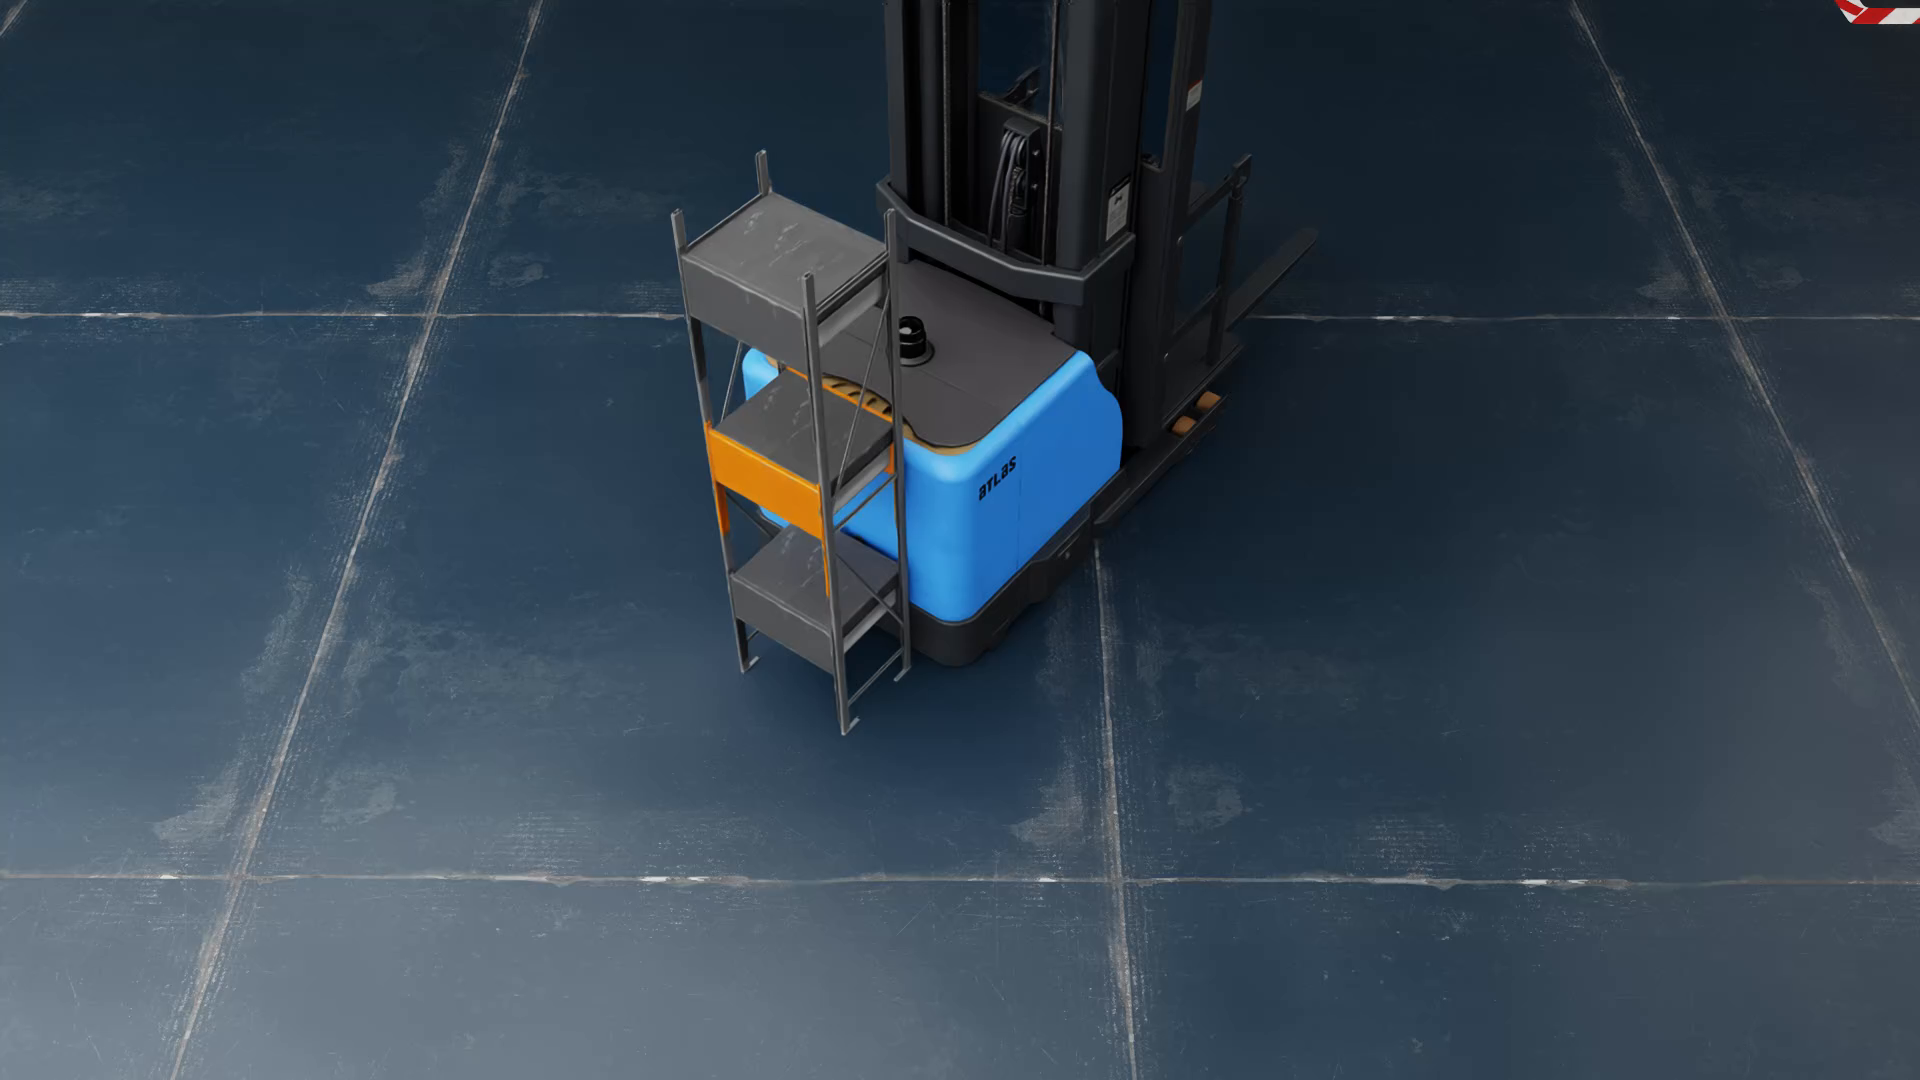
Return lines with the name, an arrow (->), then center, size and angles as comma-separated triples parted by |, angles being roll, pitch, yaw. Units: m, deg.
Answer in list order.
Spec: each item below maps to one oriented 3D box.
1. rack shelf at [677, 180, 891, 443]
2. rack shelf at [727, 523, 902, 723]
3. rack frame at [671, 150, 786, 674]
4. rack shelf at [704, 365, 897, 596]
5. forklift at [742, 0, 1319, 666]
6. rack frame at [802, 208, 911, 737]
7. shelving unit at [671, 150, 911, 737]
rack shelf -> -0.506, -0.691, 5.021 | 0.480, 0.518, 0.431 | 28, 53, 24
rack shelf -> -0.506, 0.263, 6.046 | 0.480, 0.518, 0.431 | 28, 53, 24
rack frame -> -0.702, -0.329, 5.622 | 0.015, 2.100, 0.400 | 28, 53, 24
rack shelf -> -0.506, -0.214, 5.533 | 0.480, 0.518, 0.431 | 28, 53, 24
forklift -> 0.501, -1.559, 6.199 | 1.130, 2.935, 3.031 | 29, 53, 24
rack frame -> -0.309, -0.117, 5.424 | 0.015, 2.100, 0.400 | 28, 53, 24
shelving unit -> -0.506, -0.223, 5.523 | 0.503, 2.100, 0.431 | 28, 53, 24
